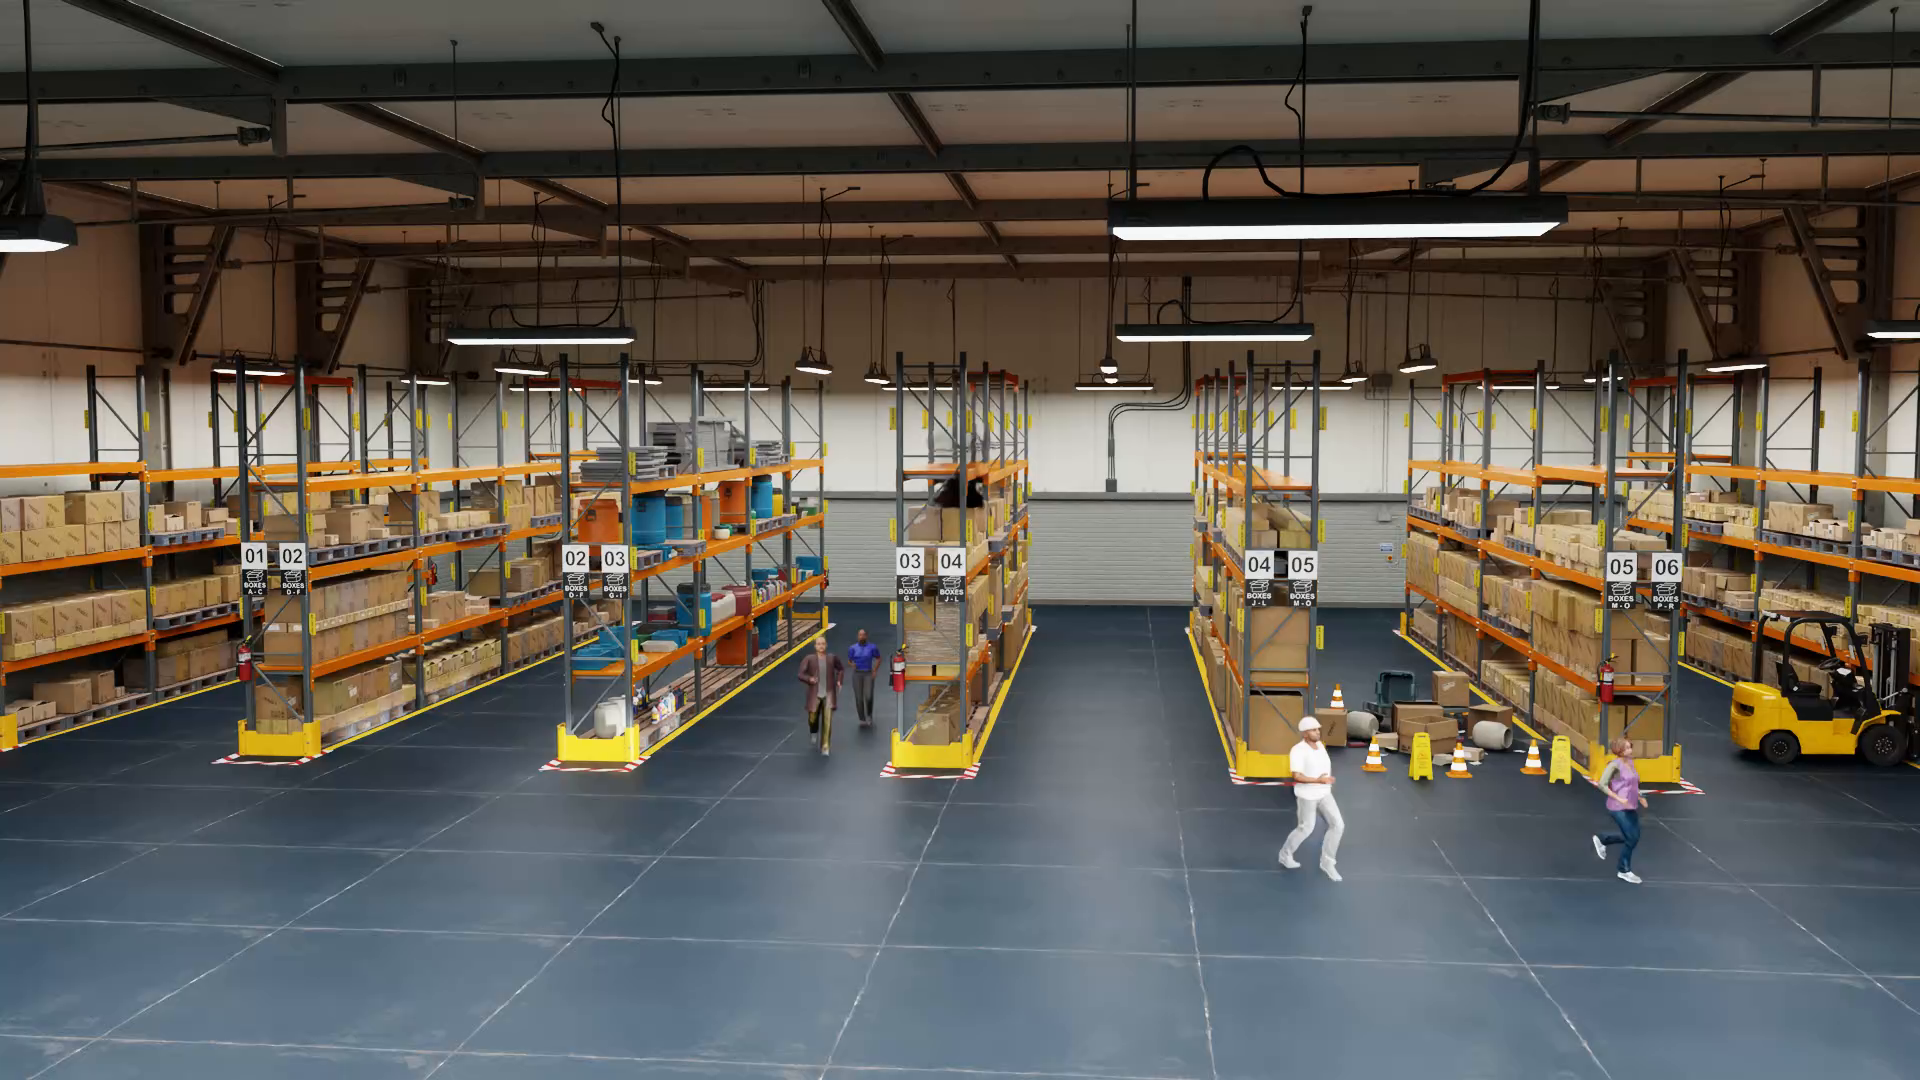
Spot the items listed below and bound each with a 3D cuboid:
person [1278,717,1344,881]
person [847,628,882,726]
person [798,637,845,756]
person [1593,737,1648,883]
[{"bbox_3d":[3.886,2.841,18.341,0.707,1.802,0.757,-3,5,-40],"label":"person"},{"bbox_3d":[-1.573,2.262,27.134,0.563,1.607,0.572,0,4,1],"label":"person"},{"bbox_3d":[-2.093,2.338,25.132,0.721,1.750,0.958,-1,4,-8],"label":"person"},{"bbox_3d":[7.202,2.939,18.250,0.540,1.567,0.604,-3,5,-38],"label":"person"}]
